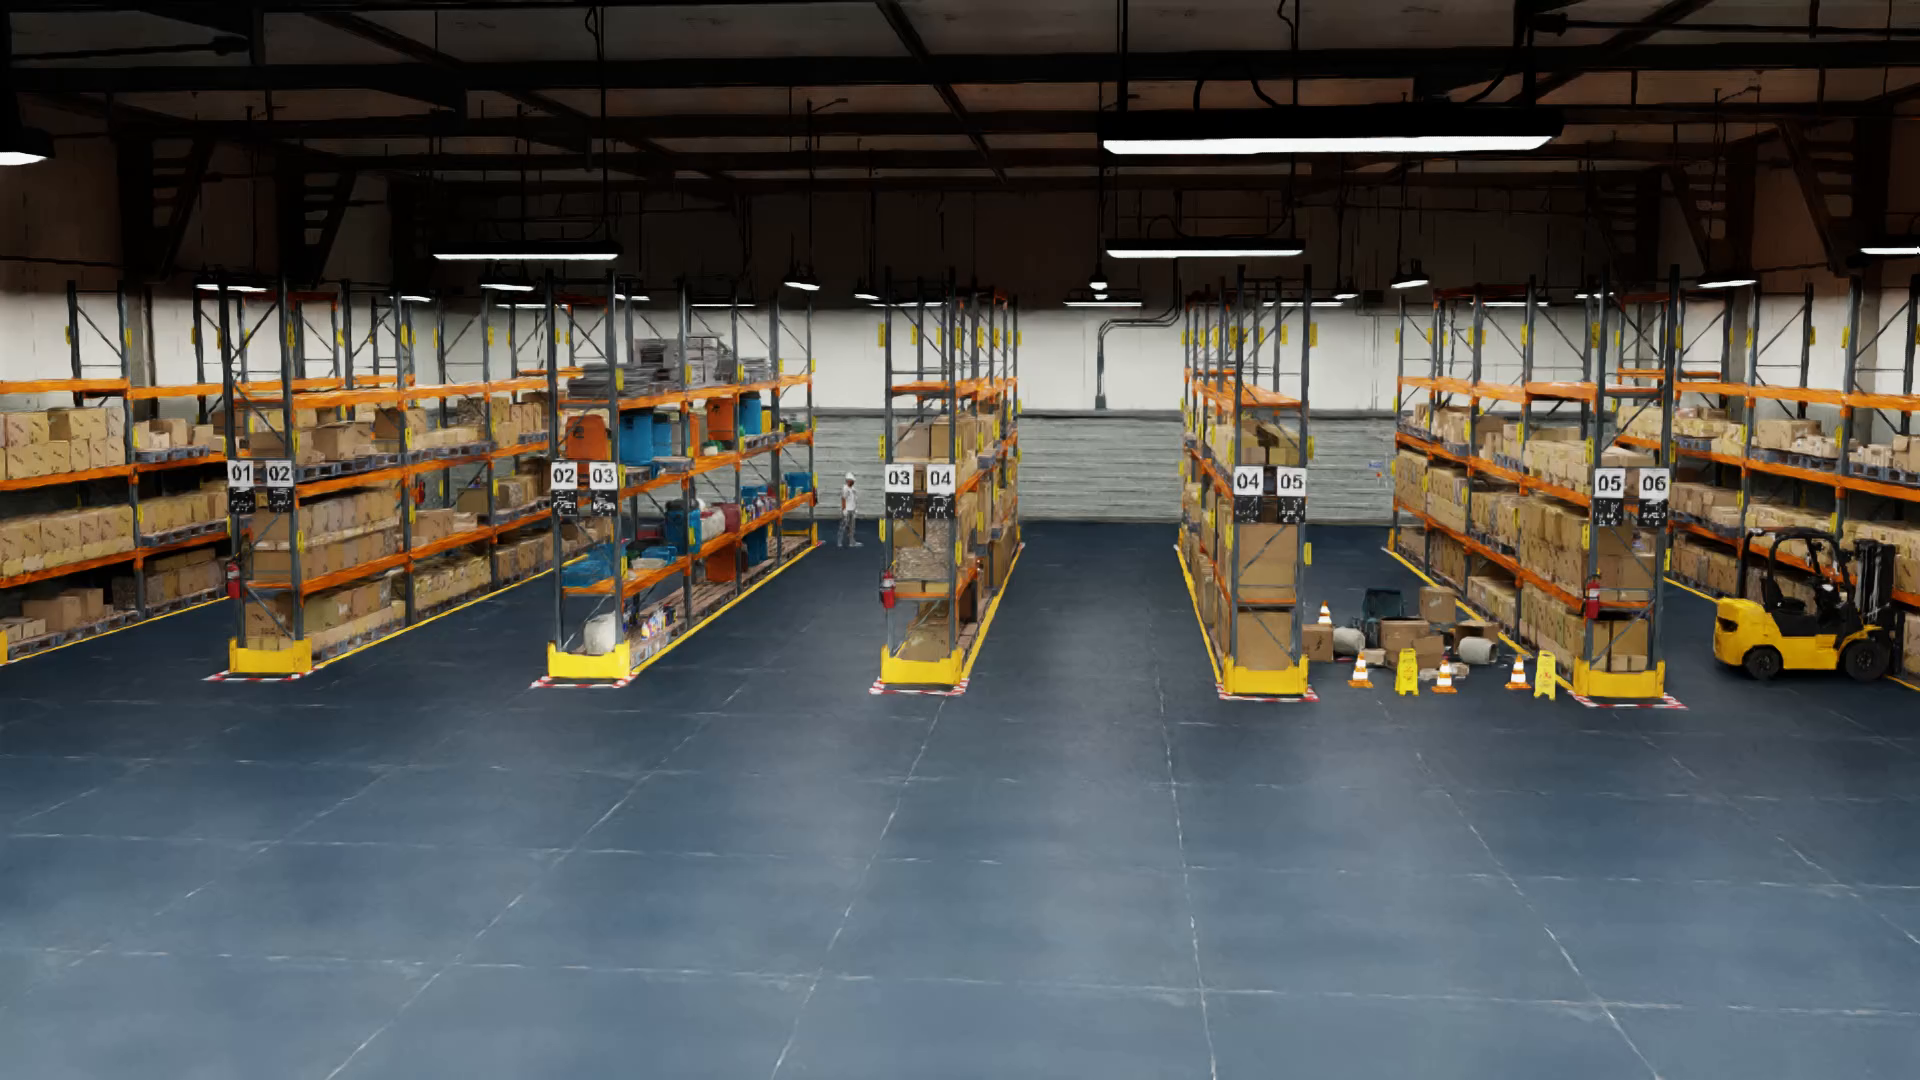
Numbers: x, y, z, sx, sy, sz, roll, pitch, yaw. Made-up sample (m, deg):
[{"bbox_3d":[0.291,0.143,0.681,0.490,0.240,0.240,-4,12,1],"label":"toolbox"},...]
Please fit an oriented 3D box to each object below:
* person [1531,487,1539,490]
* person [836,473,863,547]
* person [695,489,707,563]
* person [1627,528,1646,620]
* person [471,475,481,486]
[{"bbox_3d":[13.035,-0.413,37.732,0.553,1.663,0.656,2,7,14],"label":"person"},{"bbox_3d":[-2.664,-0.717,39.820,0.515,1.782,0.666,2,7,18],"label":"person"},{"bbox_3d":[-5.926,-0.328,36.951,0.682,1.715,0.542,0,7,3],"label":"person"},{"bbox_3d":[11.928,0.605,29.449,0.550,1.642,0.599,5,9,35],"label":"person"},{"bbox_3d":[-11.956,-0.751,41.020,0.507,1.560,0.583,2,7,17],"label":"person"}]
